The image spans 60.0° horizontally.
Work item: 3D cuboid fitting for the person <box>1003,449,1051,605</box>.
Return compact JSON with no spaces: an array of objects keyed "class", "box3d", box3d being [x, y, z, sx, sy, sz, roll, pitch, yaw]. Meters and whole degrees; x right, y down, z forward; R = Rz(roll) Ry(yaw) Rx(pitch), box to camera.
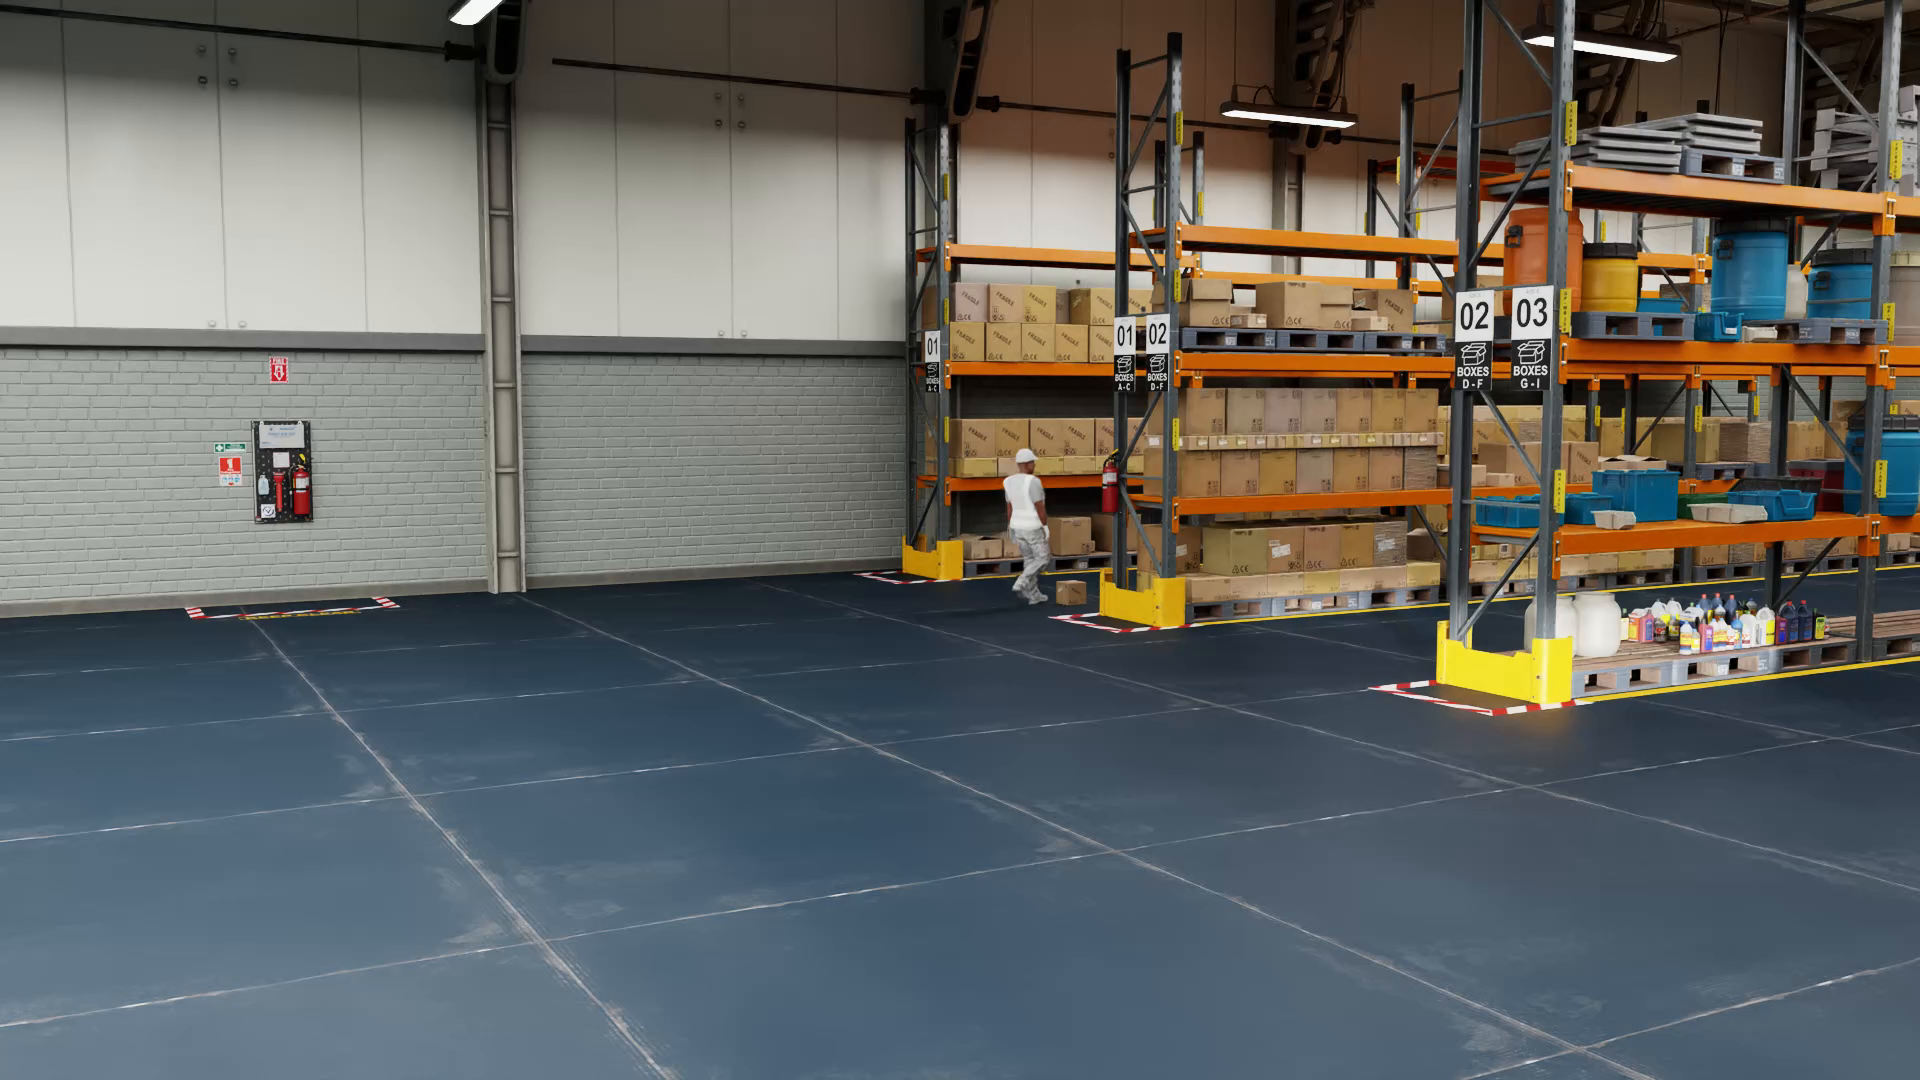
[{"class":"person","box3d":[0.787,-0.139,18.656,0.779,1.770,0.584,-4,7,-41]}]
